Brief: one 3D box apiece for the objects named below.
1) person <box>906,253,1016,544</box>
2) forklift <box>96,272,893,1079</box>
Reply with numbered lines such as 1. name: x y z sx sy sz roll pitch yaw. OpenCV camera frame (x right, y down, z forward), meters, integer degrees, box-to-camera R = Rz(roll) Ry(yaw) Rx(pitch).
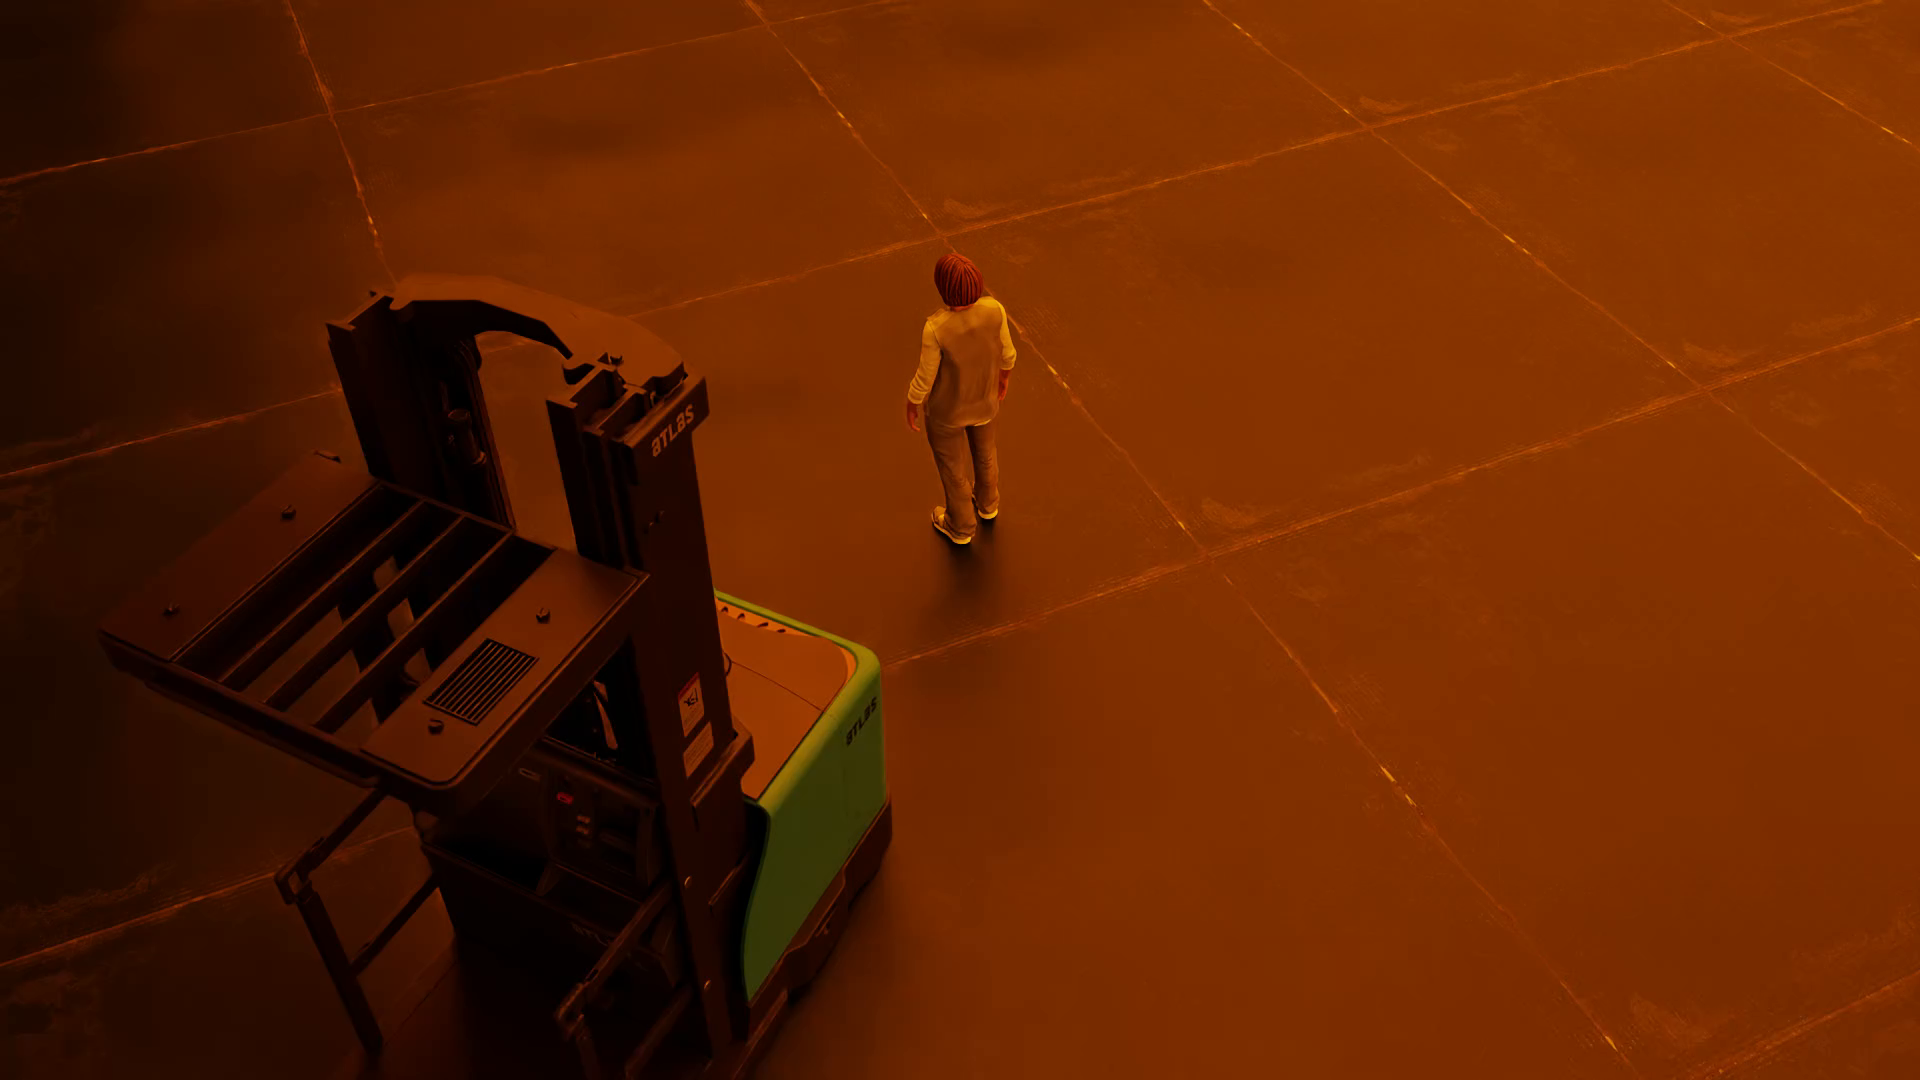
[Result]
1. person: -0.018 -0.637 7.334 0.519 1.591 0.474 -18 46 -18
2. forklift: -1.383 0.853 4.766 1.130 2.935 3.031 19 46 19
